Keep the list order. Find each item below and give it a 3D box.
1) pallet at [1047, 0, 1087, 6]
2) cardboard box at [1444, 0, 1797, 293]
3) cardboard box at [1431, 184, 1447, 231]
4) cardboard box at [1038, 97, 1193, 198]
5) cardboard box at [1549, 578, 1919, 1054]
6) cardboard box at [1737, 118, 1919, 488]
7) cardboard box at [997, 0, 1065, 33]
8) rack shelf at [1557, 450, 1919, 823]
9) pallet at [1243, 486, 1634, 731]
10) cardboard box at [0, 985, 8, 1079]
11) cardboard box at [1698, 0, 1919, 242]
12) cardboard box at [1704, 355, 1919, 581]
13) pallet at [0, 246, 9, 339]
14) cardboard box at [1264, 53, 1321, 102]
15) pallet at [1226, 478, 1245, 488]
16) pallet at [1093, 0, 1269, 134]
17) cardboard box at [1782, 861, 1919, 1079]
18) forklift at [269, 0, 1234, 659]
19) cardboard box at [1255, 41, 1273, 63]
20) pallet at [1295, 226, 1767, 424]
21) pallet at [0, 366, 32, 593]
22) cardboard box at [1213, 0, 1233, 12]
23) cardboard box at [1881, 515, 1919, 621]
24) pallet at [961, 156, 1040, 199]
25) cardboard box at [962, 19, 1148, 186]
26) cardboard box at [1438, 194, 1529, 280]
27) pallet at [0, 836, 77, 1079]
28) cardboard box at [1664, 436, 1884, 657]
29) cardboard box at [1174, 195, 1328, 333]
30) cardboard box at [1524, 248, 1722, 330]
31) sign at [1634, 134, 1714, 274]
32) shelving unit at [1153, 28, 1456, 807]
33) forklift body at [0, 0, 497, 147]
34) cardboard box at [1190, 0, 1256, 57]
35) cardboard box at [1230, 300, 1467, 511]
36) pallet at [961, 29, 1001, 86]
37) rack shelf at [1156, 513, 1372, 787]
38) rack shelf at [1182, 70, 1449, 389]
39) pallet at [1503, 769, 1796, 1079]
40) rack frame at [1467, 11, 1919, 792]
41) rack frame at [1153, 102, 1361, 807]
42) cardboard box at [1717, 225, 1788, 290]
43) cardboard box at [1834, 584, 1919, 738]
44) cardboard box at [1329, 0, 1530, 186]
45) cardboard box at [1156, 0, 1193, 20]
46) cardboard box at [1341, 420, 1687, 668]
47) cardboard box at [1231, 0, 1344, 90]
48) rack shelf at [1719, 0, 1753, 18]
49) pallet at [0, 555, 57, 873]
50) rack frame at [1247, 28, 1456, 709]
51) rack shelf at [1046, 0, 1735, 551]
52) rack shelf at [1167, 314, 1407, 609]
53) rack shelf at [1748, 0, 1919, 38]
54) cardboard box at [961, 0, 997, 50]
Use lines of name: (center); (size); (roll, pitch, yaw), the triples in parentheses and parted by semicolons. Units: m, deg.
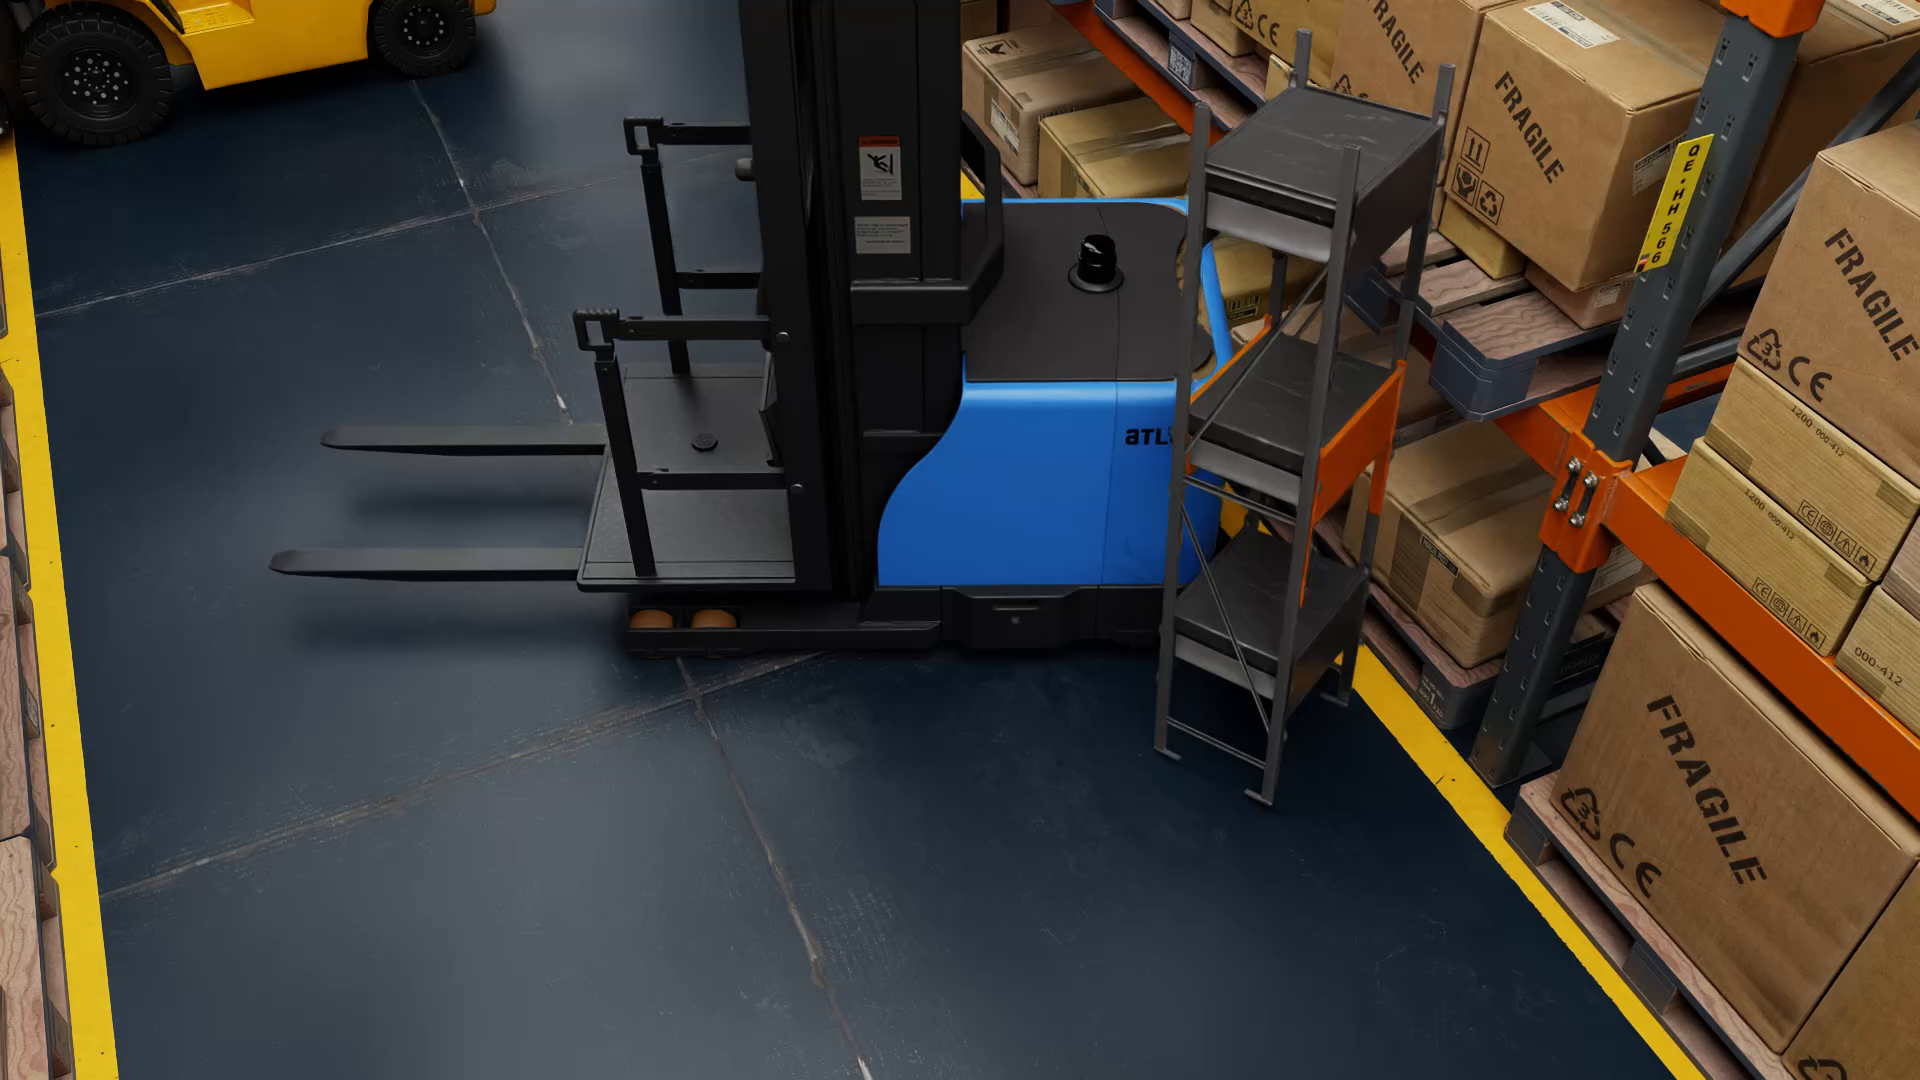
pallet: (0.531, -2.452, 6.236); (1.003, 0.211, 1.213); (-18, 47, -17)
cardboard box: (1.580, -1.000, 4.046); (0.500, 0.500, 0.500); (-19, 48, -19)
cardboard box: (1.347, -0.998, 4.505); (0.380, 0.149, 0.250); (-18, 48, -18)
cardboard box: (0.870, -1.474, 6.680); (0.950, 0.372, 0.625); (-15, 47, -15)
cardboard box: (2.239, 0.570, 4.250); (0.875, 0.875, 0.875); (-18, 48, -18)
cardboard box: (2.009, -0.506, 3.345); (0.500, 0.500, 0.500); (-20, 48, -19)
cardboard box: (0.339, -2.677, 7.986); (0.500, 0.250, 0.500); (-20, 48, -19)
rack shelf: (2.865, 1.029, 3.084); (1.077, 0.370, 4.000); (-18, 47, -17)
pallet: (1.696, -0.007, 5.607); (1.003, 0.211, 1.213); (-18, 47, -17)
cardboard box: (-2.728, 1.261, 3.728); (0.875, 0.625, 0.625); (-17, 47, -16)
cardboard box: (2.044, -1.148, 4.195); (0.500, 0.500, 0.500); (-19, 48, -19)
cardboard box: (2.013, -0.230, 3.599); (0.500, 0.250, 0.500); (-18, 47, -18)
pallet: (-4.457, -1.109, 6.723); (1.003, 0.211, 1.213); (-18, 47, -17)
cardboard box: (1.120, -1.332, 4.844); (0.380, 0.149, 0.250); (-17, 47, -17)
pallet: (1.187, -0.784, 6.394); (1.003, 0.211, 1.213); (-18, 47, -17)
pallet: (1.154, -1.683, 5.456); (1.003, 0.211, 1.213); (-18, 47, -17)
cardboard box: (2.610, 1.140, 3.673); (0.875, 0.875, 0.875); (-17, 47, -17)
forklift: (-0.710, -1.036, 4.713); (3.031, 2.935, 1.130); (0, 45, 0)
cardboard box: (1.129, -1.529, 5.044); (0.380, 0.149, 0.250); (-18, 47, -17)
pallet: (1.627, -0.856, 4.618); (1.213, 0.211, 1.003); (-18, 47, -17)
pallet: (-3.815, -0.132, 5.733); (1.003, 0.211, 1.213); (-18, 47, -17)
cardboard box: (0.911, -1.996, 5.055); (0.500, 0.500, 0.500); (-20, 48, -19)
cardboard box: (2.229, 0.099, 3.264); (0.500, 0.250, 0.500); (-17, 47, -16)
pallet: (0.670, -1.562, 7.183); (1.003, 0.211, 1.213); (-18, 47, -17)
cardboard box: (0.565, -1.931, 7.143); (0.950, 0.372, 0.625); (-17, 47, -17)
cardboard box: (1.494, -0.850, 4.356); (0.380, 0.149, 0.250); (-17, 47, -17)
pallet: (-2.789, 1.423, 4.157); (1.003, 0.211, 1.213); (-18, 47, -17)
cardboard box: (2.001, -0.062, 3.784); (0.500, 0.250, 0.500); (-19, 48, -18)
cardboard box: (1.164, -1.031, 6.232); (0.950, 0.372, 0.625); (-17, 47, -16)
cardboard box: (1.672, -0.701, 4.205); (0.380, 0.149, 0.250); (-16, 47, -16)
sign: (1.535, -0.719, 3.575); (0.100, 0.325, 0.005); (-18, 47, -17)
shelving unit: (0.867, -0.229, 4.450); (0.431, 2.100, 0.503); (24, 47, 28)
forklift body: (-3.390, -3.160, 7.421); (2.313, 2.155, 1.214); (-18, 47, -17)
cardboard box: (0.949, -1.665, 5.182); (0.380, 0.149, 0.250); (-19, 48, -19)
cardboard box: (1.478, -0.546, 5.740); (0.950, 0.372, 0.625); (-19, 48, -18)
pallet: (0.027, -2.476, 8.109); (1.003, 0.211, 1.213); (-18, 47, -17)
rack shelf: (0.889, 0.319, 4.907); (0.431, 0.518, 0.480); (24, 47, 28)
rack shelf: (0.846, -0.755, 4.011); (0.431, 0.518, 0.480); (24, 47, 28)
pallet: (2.287, 1.016, 4.570); (1.003, 0.211, 1.213); (-18, 47, -17)
rack frame: (2.024, -0.502, 4.123); (1.000, 3.000, 0.127); (-18, 47, -17)
rack frame: (0.722, -0.099, 4.302); (0.400, 2.100, 0.015); (24, 47, 28)
cardboard box: (2.056, -0.824, 4.329); (0.380, 0.149, 0.250); (-21, 48, -20)
cardboard box: (2.233, 0.260, 3.458); (0.500, 0.250, 0.500); (-19, 48, -19)
cardboard box: (1.353, -1.326, 4.377); (0.500, 0.500, 0.500); (-19, 48, -18)
cardboard box: (0.810, -1.826, 5.345); (0.380, 0.149, 0.250); (-16, 47, -16)
cardboard box: (1.795, -0.079, 5.266); (0.950, 0.372, 0.625); (-21, 48, -20)
cardboard box: (1.140, -1.648, 4.702); (0.500, 0.500, 0.500); (-21, 48, -20)
rack shelf: (1.183, -2.588, 4.613); (1.077, 0.370, 4.000); (-18, 47, -17)
pallet: (-3.298, 0.647, 4.944); (1.003, 0.211, 1.213); (-18, 47, -17)
rack frame: (1.012, -0.358, 4.598); (0.400, 2.100, 0.015); (24, 47, 28)
rack shelf: (1.183, -1.520, 5.667); (1.077, 0.370, 4.000); (-18, 47, -17)
rack shelf: (0.868, -0.218, 4.459); (0.431, 0.518, 0.480); (24, 47, 28)
rack shelf: (2.865, -0.039, 2.030); (1.077, 0.370, 4.000); (-18, 47, -17)
cardboard box: (-0.151, -2.519, 7.826); (0.500, 0.250, 0.500); (-16, 47, -16)
